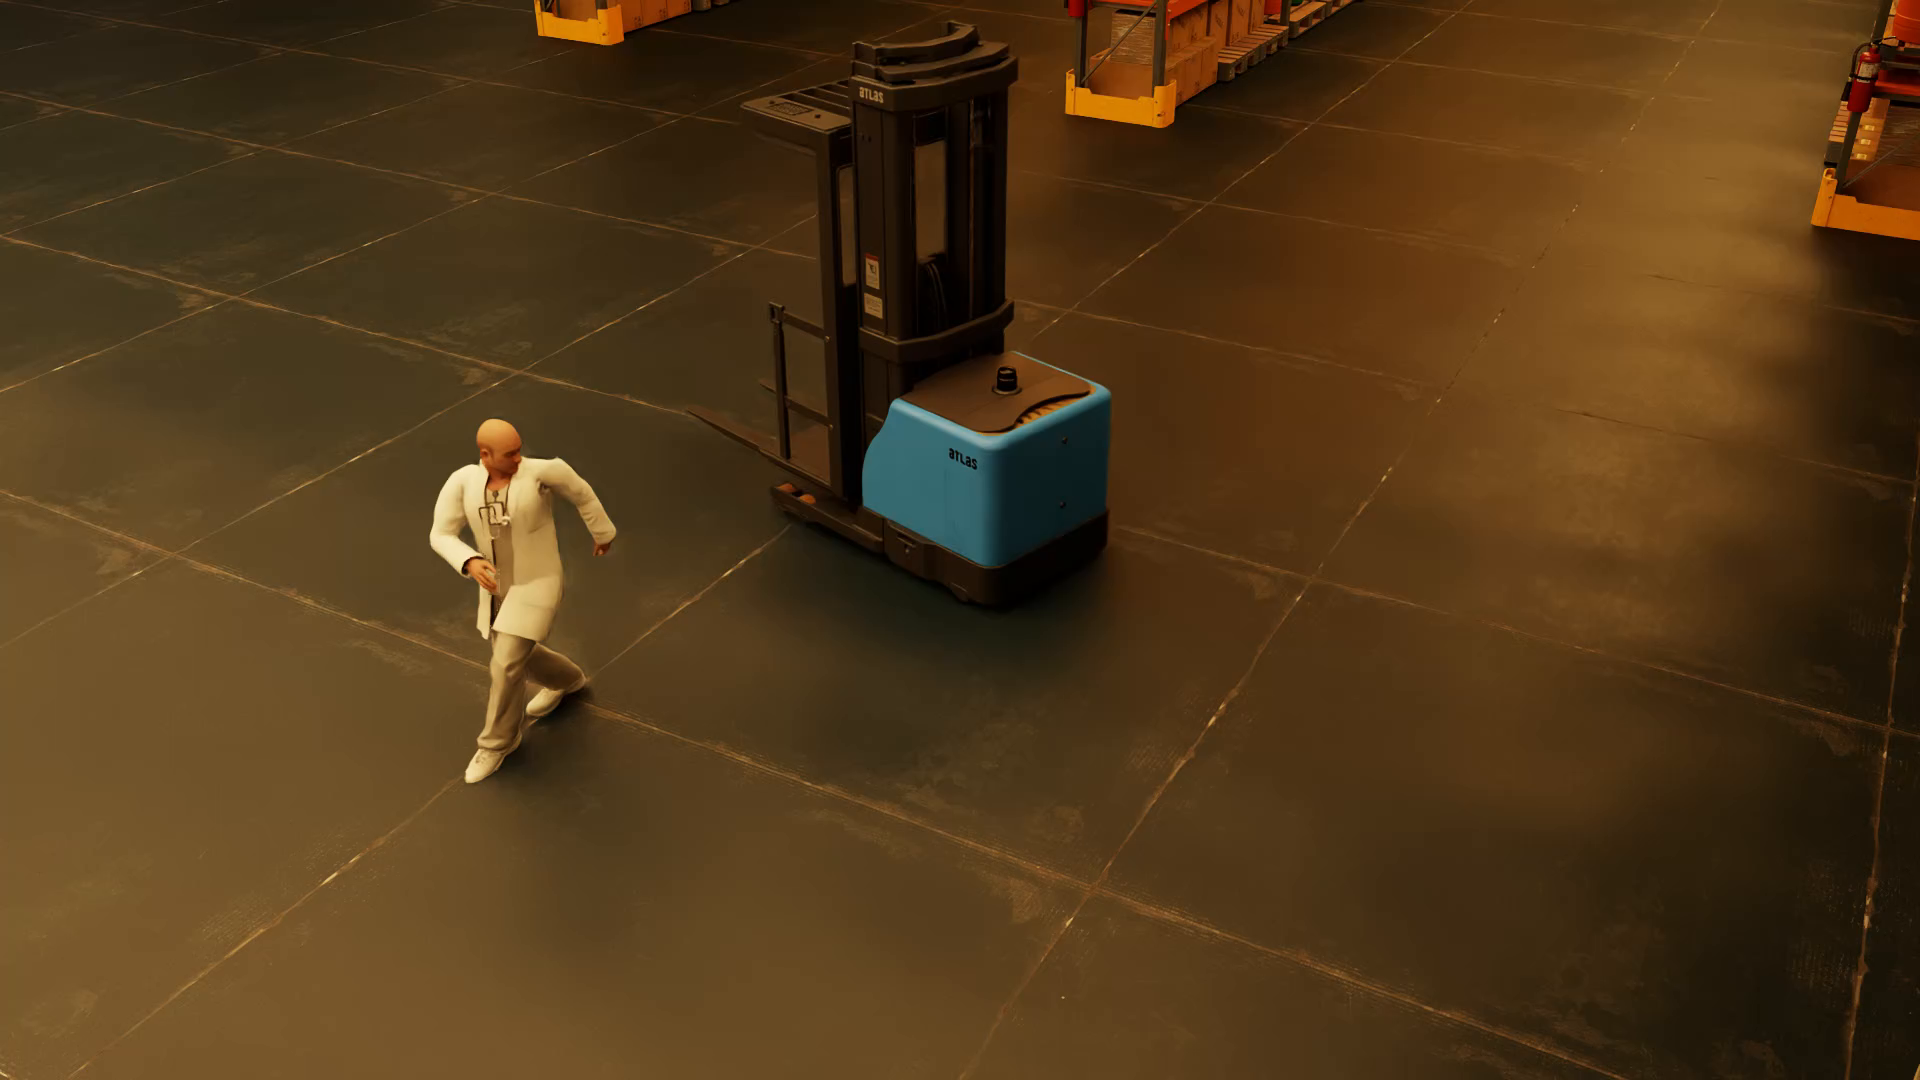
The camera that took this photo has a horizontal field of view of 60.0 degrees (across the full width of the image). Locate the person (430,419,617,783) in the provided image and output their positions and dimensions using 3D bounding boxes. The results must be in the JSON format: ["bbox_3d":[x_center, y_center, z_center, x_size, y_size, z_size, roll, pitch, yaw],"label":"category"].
[{"bbox_3d":[-2.126,0.223,7.950,0.613,1.727,1.009,12,32,19],"label":"person"}]

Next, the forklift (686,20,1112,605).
[{"bbox_3d":[-0.526,-1.543,9.744,1.130,2.935,3.031,-27,39,-38],"label":"forklift"}]
